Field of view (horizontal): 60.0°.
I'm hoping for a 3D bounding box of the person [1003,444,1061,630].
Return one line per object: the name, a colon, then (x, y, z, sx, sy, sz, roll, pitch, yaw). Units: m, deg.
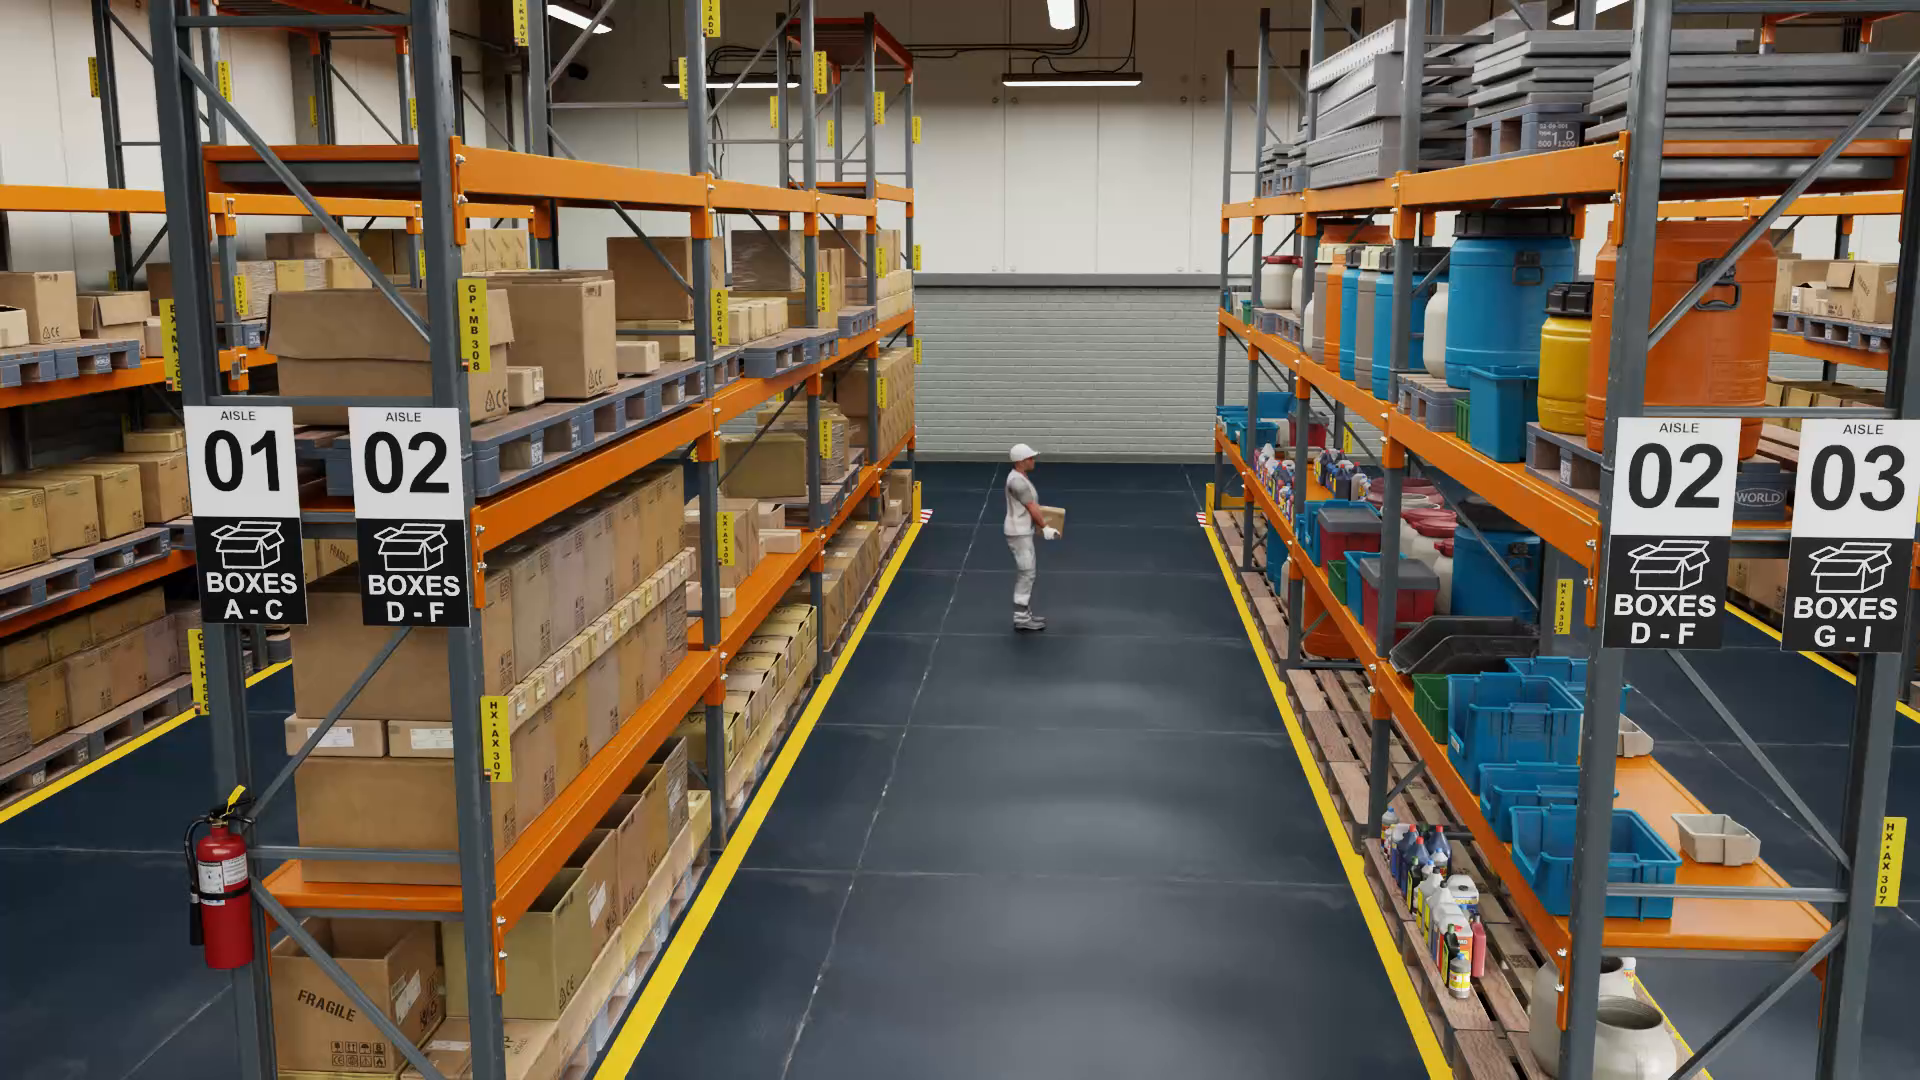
person: (0.695, -0.041, 16.077, 0.553, 1.787, 0.495, 1, 11, 3)
